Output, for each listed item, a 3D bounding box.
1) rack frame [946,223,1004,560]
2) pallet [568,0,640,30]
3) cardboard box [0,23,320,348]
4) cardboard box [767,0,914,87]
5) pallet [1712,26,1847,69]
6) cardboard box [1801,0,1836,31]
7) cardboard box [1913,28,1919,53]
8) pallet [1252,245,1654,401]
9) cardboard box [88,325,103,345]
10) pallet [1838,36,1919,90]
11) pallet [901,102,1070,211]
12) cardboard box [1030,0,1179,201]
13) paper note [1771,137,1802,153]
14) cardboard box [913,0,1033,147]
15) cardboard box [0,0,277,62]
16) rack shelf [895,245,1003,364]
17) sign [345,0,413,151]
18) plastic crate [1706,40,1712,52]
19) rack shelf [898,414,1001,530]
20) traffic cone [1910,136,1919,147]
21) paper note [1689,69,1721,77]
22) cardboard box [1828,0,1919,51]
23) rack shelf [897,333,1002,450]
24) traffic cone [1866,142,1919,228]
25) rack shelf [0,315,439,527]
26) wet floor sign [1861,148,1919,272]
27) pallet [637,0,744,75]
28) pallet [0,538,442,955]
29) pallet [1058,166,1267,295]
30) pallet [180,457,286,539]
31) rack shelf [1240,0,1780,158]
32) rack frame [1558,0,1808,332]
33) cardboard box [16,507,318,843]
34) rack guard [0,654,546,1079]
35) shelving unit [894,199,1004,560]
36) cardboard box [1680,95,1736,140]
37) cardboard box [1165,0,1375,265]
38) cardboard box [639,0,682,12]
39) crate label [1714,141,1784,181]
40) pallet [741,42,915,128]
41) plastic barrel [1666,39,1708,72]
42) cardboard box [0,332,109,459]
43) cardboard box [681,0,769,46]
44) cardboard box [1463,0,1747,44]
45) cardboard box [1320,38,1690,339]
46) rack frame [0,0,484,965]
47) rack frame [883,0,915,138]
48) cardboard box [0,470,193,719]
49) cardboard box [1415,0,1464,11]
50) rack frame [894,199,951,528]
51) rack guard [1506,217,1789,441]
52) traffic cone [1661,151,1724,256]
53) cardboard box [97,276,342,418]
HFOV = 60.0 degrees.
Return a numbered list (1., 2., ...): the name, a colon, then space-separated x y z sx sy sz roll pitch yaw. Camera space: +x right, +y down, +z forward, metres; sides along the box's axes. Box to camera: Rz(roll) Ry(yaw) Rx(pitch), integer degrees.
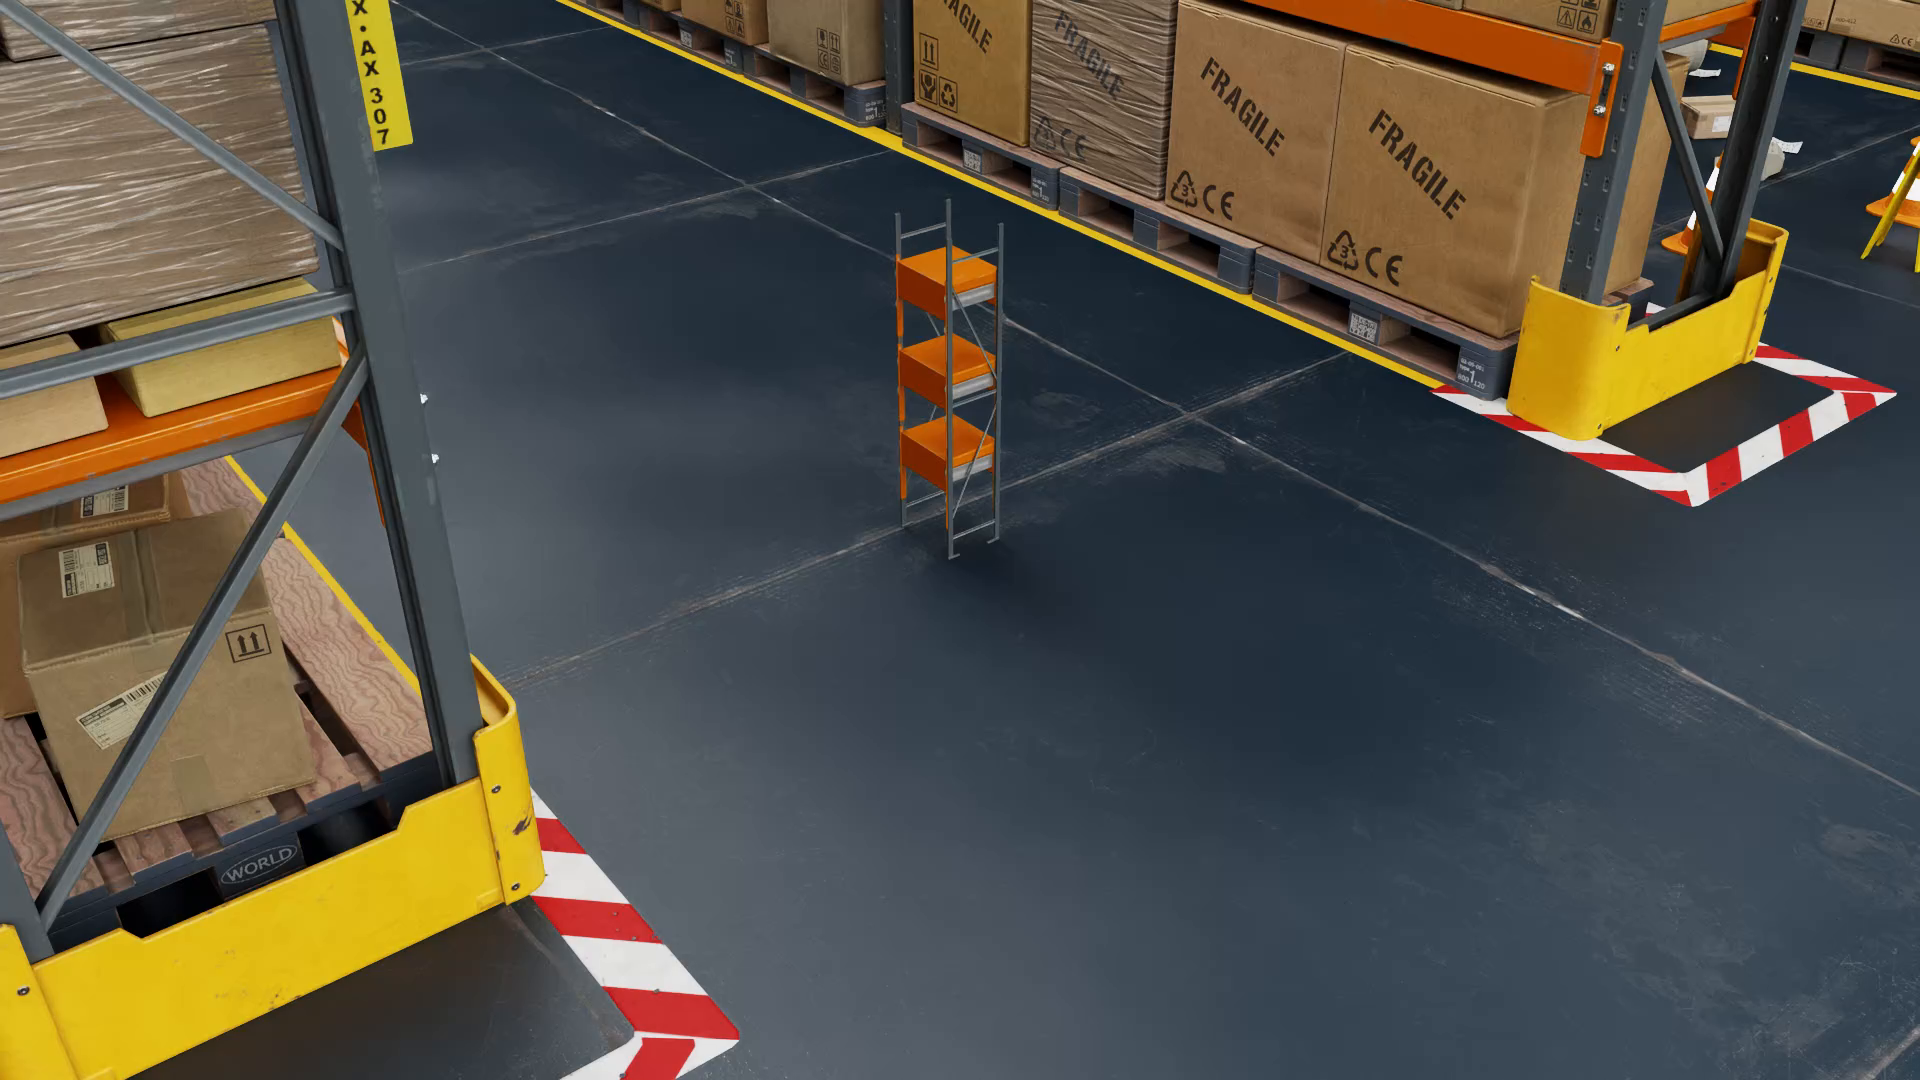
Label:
1. rack frame: 0.042 -0.417 4.927 0.200 1.050 0.008 -22 38 -31
2. pallet: -1.983 -3.673 10.964 1.003 0.211 1.213 -22 38 -31
3. cardboard box: -1.797 -0.721 3.191 0.875 0.500 0.500 -22 38 -31
4. cardboard box: -0.406 -2.996 8.965 1.050 0.750 0.750 -22 38 -32
5. pallet: 5.086 -3.225 10.243 1.003 0.211 1.213 -22 38 -31
6. cardboard box: 5.002 -3.215 9.792 0.500 0.250 0.500 -24 39 -33
7. cardboard box: 5.624 -2.790 9.108 0.500 0.250 0.500 -22 38 -32
8. pallet: 1.947 -1.000 6.660 1.003 0.211 1.213 -22 38 -31
9. cardboard box: -1.606 -0.514 3.472 0.380 0.149 0.250 -22 38 -31
10. pallet: 5.830 -2.717 9.425 1.003 0.211 1.213 -22 38 -31
11. pallet: 0.451 -2.017 8.297 1.003 0.211 1.213 -22 38 -31
12. cardboard box: 0.932 -2.160 7.501 0.875 0.875 0.875 -22 38 -31
13. paper note: 4.195 -2.009 8.456 0.142 0.019 0.148 18 36 27
14. cardboard box: 0.377 -2.535 8.104 0.875 0.875 0.875 -22 38 -31
15. cardboard box: -1.603 -1.225 3.055 0.500 0.500 0.500 -22 38 -31
16. rack shelf: -0.033 -0.700 4.865 0.215 0.259 0.240 -22 38 -31
17. sign: -1.052 -0.857 2.967 0.100 0.325 0.005 -22 38 -31
18. plastic crate: 4.209 -3.027 10.049 0.583 0.080 0.402 18 36 27
19. rack shelf: -0.033 -0.223 5.161 0.215 0.259 0.240 -22 38 -31
20. traffic cone: 5.064 -2.204 8.361 0.336 0.463 0.334 -22 38 -31
21. paper note: 4.279 -2.688 9.549 0.148 0.019 0.142 18 36 27
22. cardboard box: 5.328 -2.999 9.443 0.500 0.250 0.500 -22 38 -31
23. rack shelf: -0.033 -0.459 5.014 0.215 0.259 0.240 -22 38 -31
24. traffic cone: 4.396 -1.704 7.554 0.336 0.463 0.334 -22 38 -31
25. rack shelf: -2.707 -0.842 4.444 1.077 0.370 4.000 -22 38 -31
26. wet floor sign: 4.081 -1.505 7.062 0.232 0.644 0.267 26 40 35
27. pallet: -1.239 -3.165 10.146 1.003 0.211 1.213 -22 38 -31
28. pallet: -1.998 0.489 4.263 1.003 0.211 1.213 -22 38 -31
29. pallet: 1.203 -1.508 7.478 1.003 0.211 1.213 -22 38 -31
30. pallet: -2.742 -0.019 5.081 1.003 0.211 1.213 -22 38 -31
31. rack shelf: 1.273 -2.405 6.960 1.077 0.370 4.000 -22 38 -31
32. rack frame: 2.499 -1.877 5.428 1.000 3.000 0.127 -22 38 -31
33. cardboard box: -1.851 0.304 3.889 0.500 0.500 0.500 -15 35 -23
34. rack guard: -1.528 0.716 3.623 1.175 0.500 0.348 -22 38 -31
35. shelving unit: -0.033 -0.468 5.009 0.215 1.050 0.252 -22 38 -31
36. cardboard box: 3.948 -2.202 8.654 0.380 0.149 0.250 -4 32 -7
37. cardboard box: 1.490 -1.780 6.888 0.875 0.875 0.875 -23 39 -32
38. cardboard box: -1.566 -3.787 10.239 1.050 0.750 0.750 -22 38 -31
39. crate label: 3.865 -1.873 8.135 0.298 0.136 0.250 12 34 19
40. pallet: -0.487 -2.656 9.327 1.003 0.211 1.213 -22 38 -31
41. plastic barrel: 3.885 -2.797 9.352 0.512 0.421 0.421 1 32 2
42. cardboard box: -1.819 -0.259 3.062 0.380 0.149 0.250 -22 38 -31
43. cardboard box: -0.994 -3.399 9.614 1.050 0.750 0.750 -22 38 -31
44. cardboard box: 2.236 -2.080 5.614 0.875 0.550 0.550 -22 38 -31
45. cardboard box: 2.031 -1.414 6.299 0.875 0.875 0.875 -22 38 -31
46. rack frame: -1.481 -0.314 2.912 1.000 3.000 0.127 -22 38 -31
47. rack frame: 0.046 -3.544 8.113 1.000 3.000 0.127 -22 38 -31
48. cardboard box: -2.244 0.066 4.272 0.500 0.500 0.500 -12 34 -19
49. cardboard box: 1.881 -2.302 5.972 0.875 0.550 0.550 -22 38 -31
50. rack frame: -0.108 -0.519 5.091 0.200 1.050 0.008 -22 38 -31
51. rack guard: 2.514 -0.805 6.072 1.175 0.500 0.348 -22 38 -31
52. traffic cone: 3.295 -1.480 7.194 0.336 0.463 0.334 -22 38 -31
53. cardboard box: -1.467 -0.403 3.294 0.380 0.149 0.250 -22 38 -31
